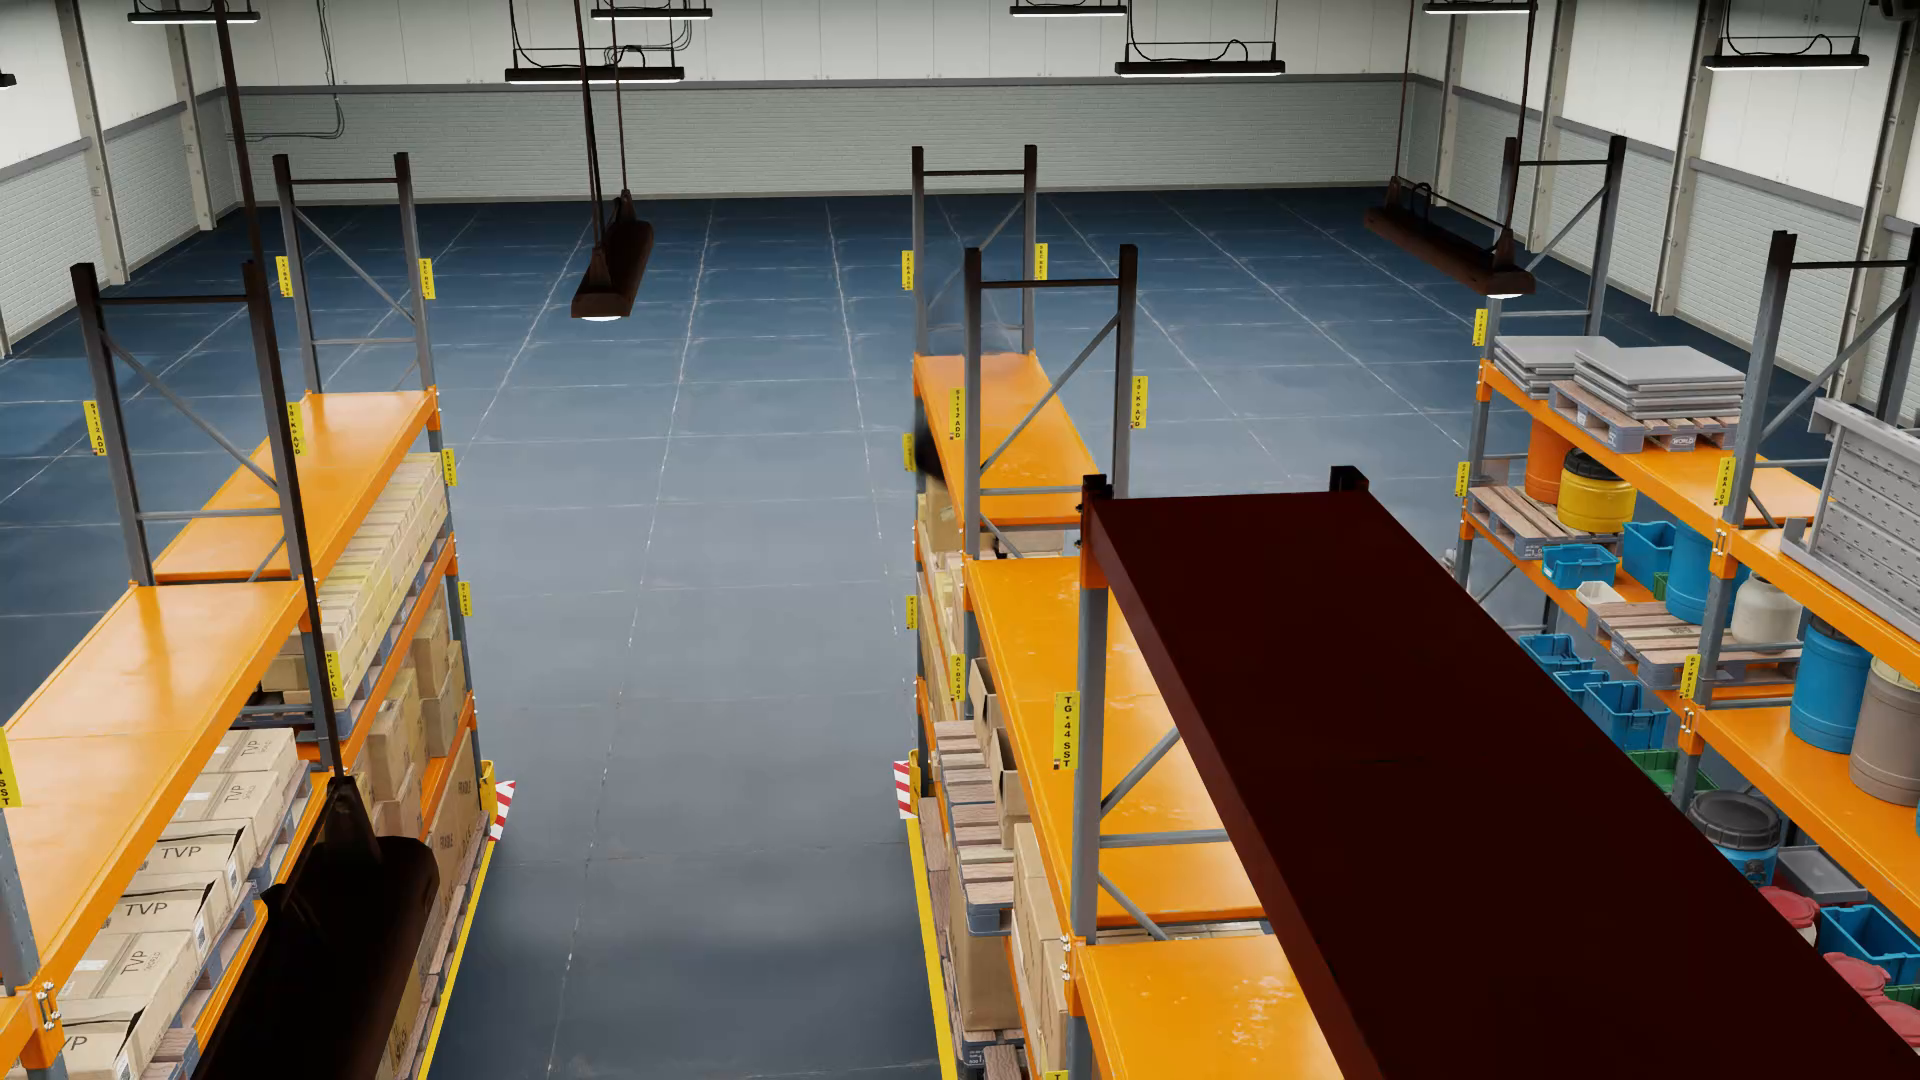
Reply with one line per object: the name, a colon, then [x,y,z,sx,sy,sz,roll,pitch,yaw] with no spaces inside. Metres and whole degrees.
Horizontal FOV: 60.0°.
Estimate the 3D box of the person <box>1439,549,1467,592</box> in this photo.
person: [5.050,0.884,17.156,0.783,1.669,0.665,12,24,27]
